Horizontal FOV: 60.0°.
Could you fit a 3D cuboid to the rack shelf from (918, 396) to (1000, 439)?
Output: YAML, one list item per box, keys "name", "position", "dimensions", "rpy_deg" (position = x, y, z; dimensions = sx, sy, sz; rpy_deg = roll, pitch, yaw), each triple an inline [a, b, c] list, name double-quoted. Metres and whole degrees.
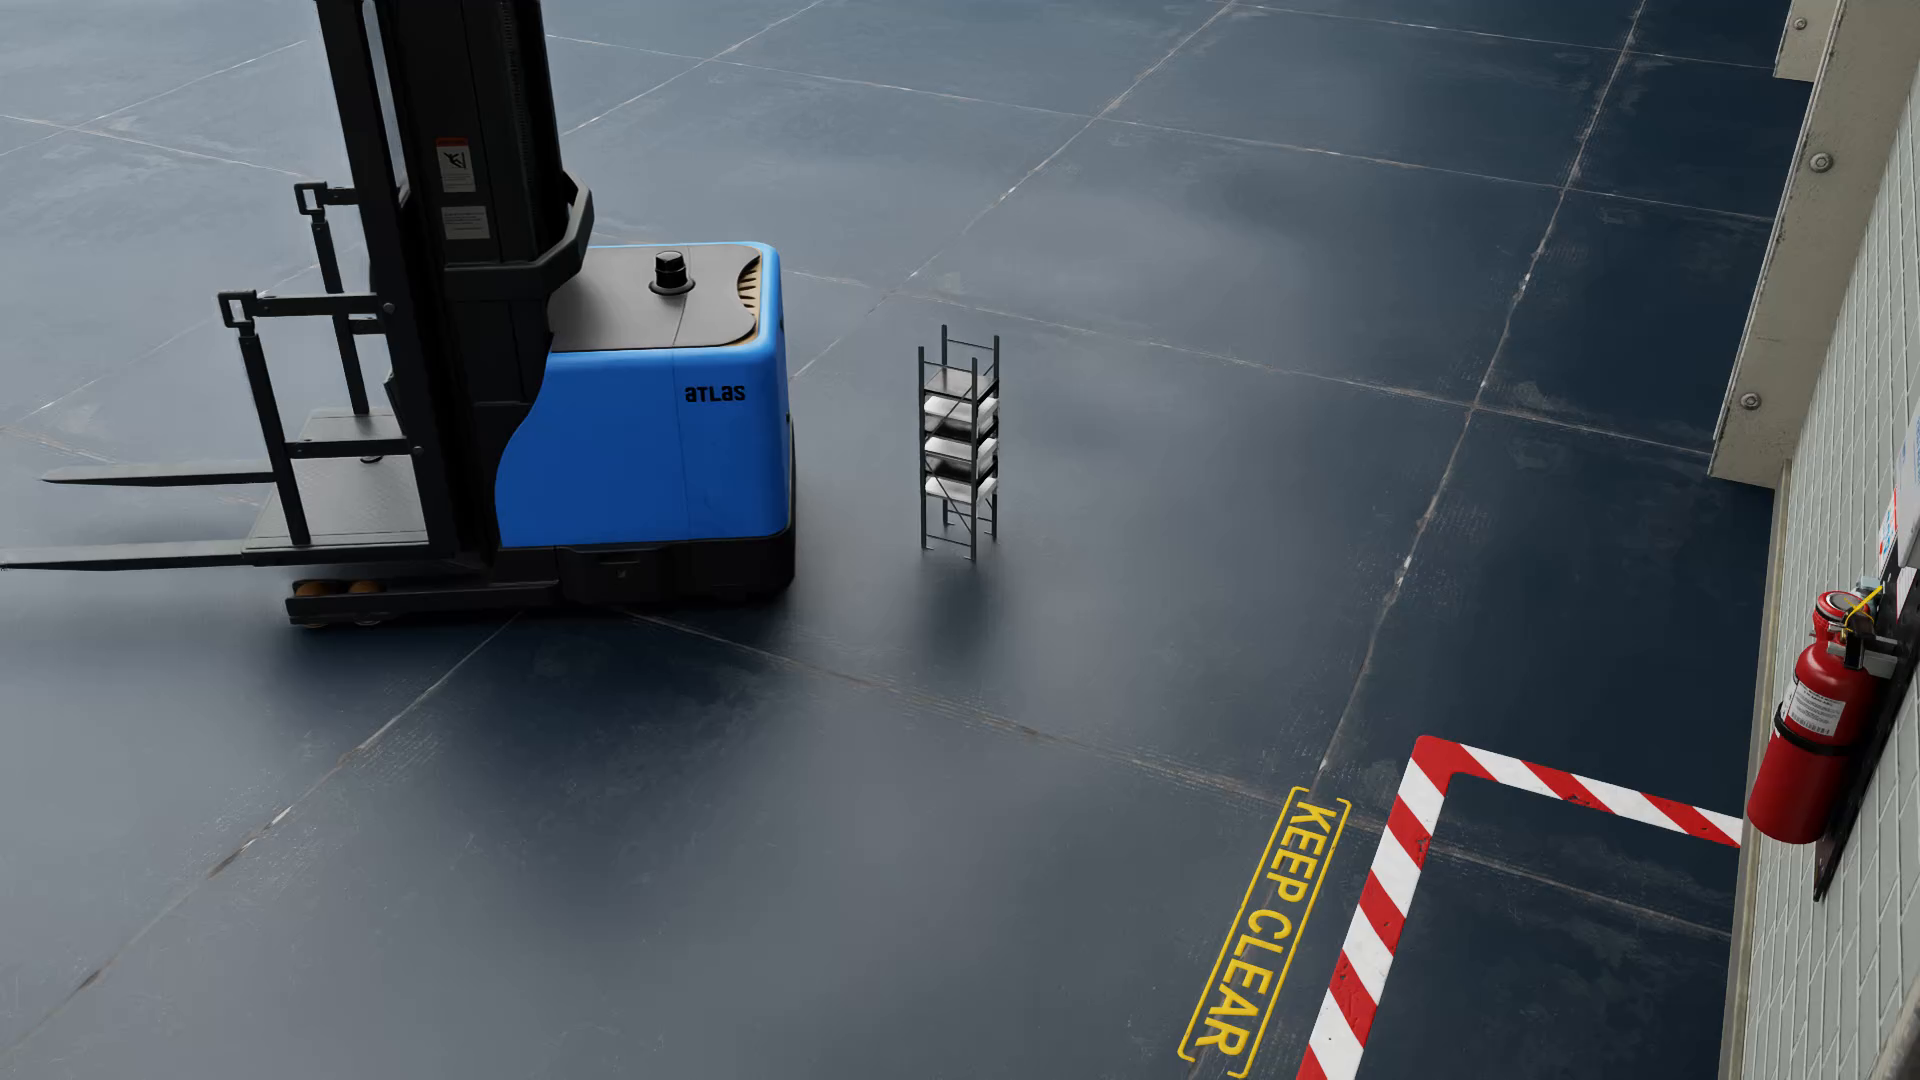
- name: "rack shelf"
  position: [-0.003, -0.495, 6.417]
  dimensions: [0.258, 0.077, 0.200]
  rpy_deg: [14, 36, 20]

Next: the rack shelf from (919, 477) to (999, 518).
- name: "rack shelf"
  position: [-0.003, -0.194, 6.614]
  dimensions: [0.258, 0.077, 0.200]
  rpy_deg: [14, 36, 20]

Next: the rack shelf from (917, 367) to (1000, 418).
- name: "rack shelf"
  position: [-0.003, -0.570, 6.367]
  dimensions: [0.258, 0.077, 0.200]
  rpy_deg: [14, 36, 20]

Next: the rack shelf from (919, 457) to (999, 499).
- name: "rack shelf"
  position: [-0.003, -0.269, 6.565]
  dimensions: [0.258, 0.077, 0.200]
  rpy_deg: [14, 36, 20]

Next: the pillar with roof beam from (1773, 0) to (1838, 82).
- name: "pillar with roof beam"
  position: [2.049, -8.082, 10.869]
  dimensions: [9.100, 9.000, 0.400]
  rpy_deg: [14, 36, 20]

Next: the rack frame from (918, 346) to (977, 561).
- name: "rack frame"
  position: [-0.046, -0.322, 6.420]
  dimensions: [0.240, 0.900, 0.006]
  rpy_deg: [14, 36, 20]

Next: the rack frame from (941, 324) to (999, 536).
- name: "rack frame"
  position: [0.039, -0.423, 6.574]
  dimensions: [0.240, 0.900, 0.006]
  rpy_deg: [14, 36, 20]

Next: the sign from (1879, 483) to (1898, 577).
- name: "sign"
  position: [2.332, -0.098, 4.131]
  dimensions: [0.001, 0.329, 0.234]
  rpy_deg: [14, 36, 20]

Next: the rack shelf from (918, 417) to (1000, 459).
- name: "rack shelf"
  position: [-0.003, -0.420, 6.466]
  dimensions: [0.258, 0.077, 0.200]
  rpy_deg: [14, 36, 20]

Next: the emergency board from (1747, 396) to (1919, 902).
- name: "emergency board"
  position: [2.007, 0.169, 3.757]
  dimensions: [0.194, 1.169, 0.643]
  rpy_deg: [14, 36, 20]

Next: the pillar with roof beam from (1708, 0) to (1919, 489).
- name: "pillar with roof beam"
  position: [-0.461, -5.094, 6.312]
  dimensions: [9.100, 9.000, 0.400]
  rpy_deg: [14, 36, 20]

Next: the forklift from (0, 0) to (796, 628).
- name: "forklift"
  position: [-2.181, -1.198, 5.903]
  dimensions: [3.031, 2.935, 1.130]
  rpy_deg: [-2, 33, -4]

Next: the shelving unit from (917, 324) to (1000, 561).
- name: "shelving unit"
  position: [-0.003, -0.372, 6.497]
  dimensions: [0.258, 0.900, 0.210]
  rpy_deg: [14, 36, 20]

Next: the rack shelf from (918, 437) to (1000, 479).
- name: "rack shelf"
  position: [-0.003, -0.344, 6.515]
  dimensions: [0.258, 0.077, 0.200]
  rpy_deg: [14, 36, 20]
